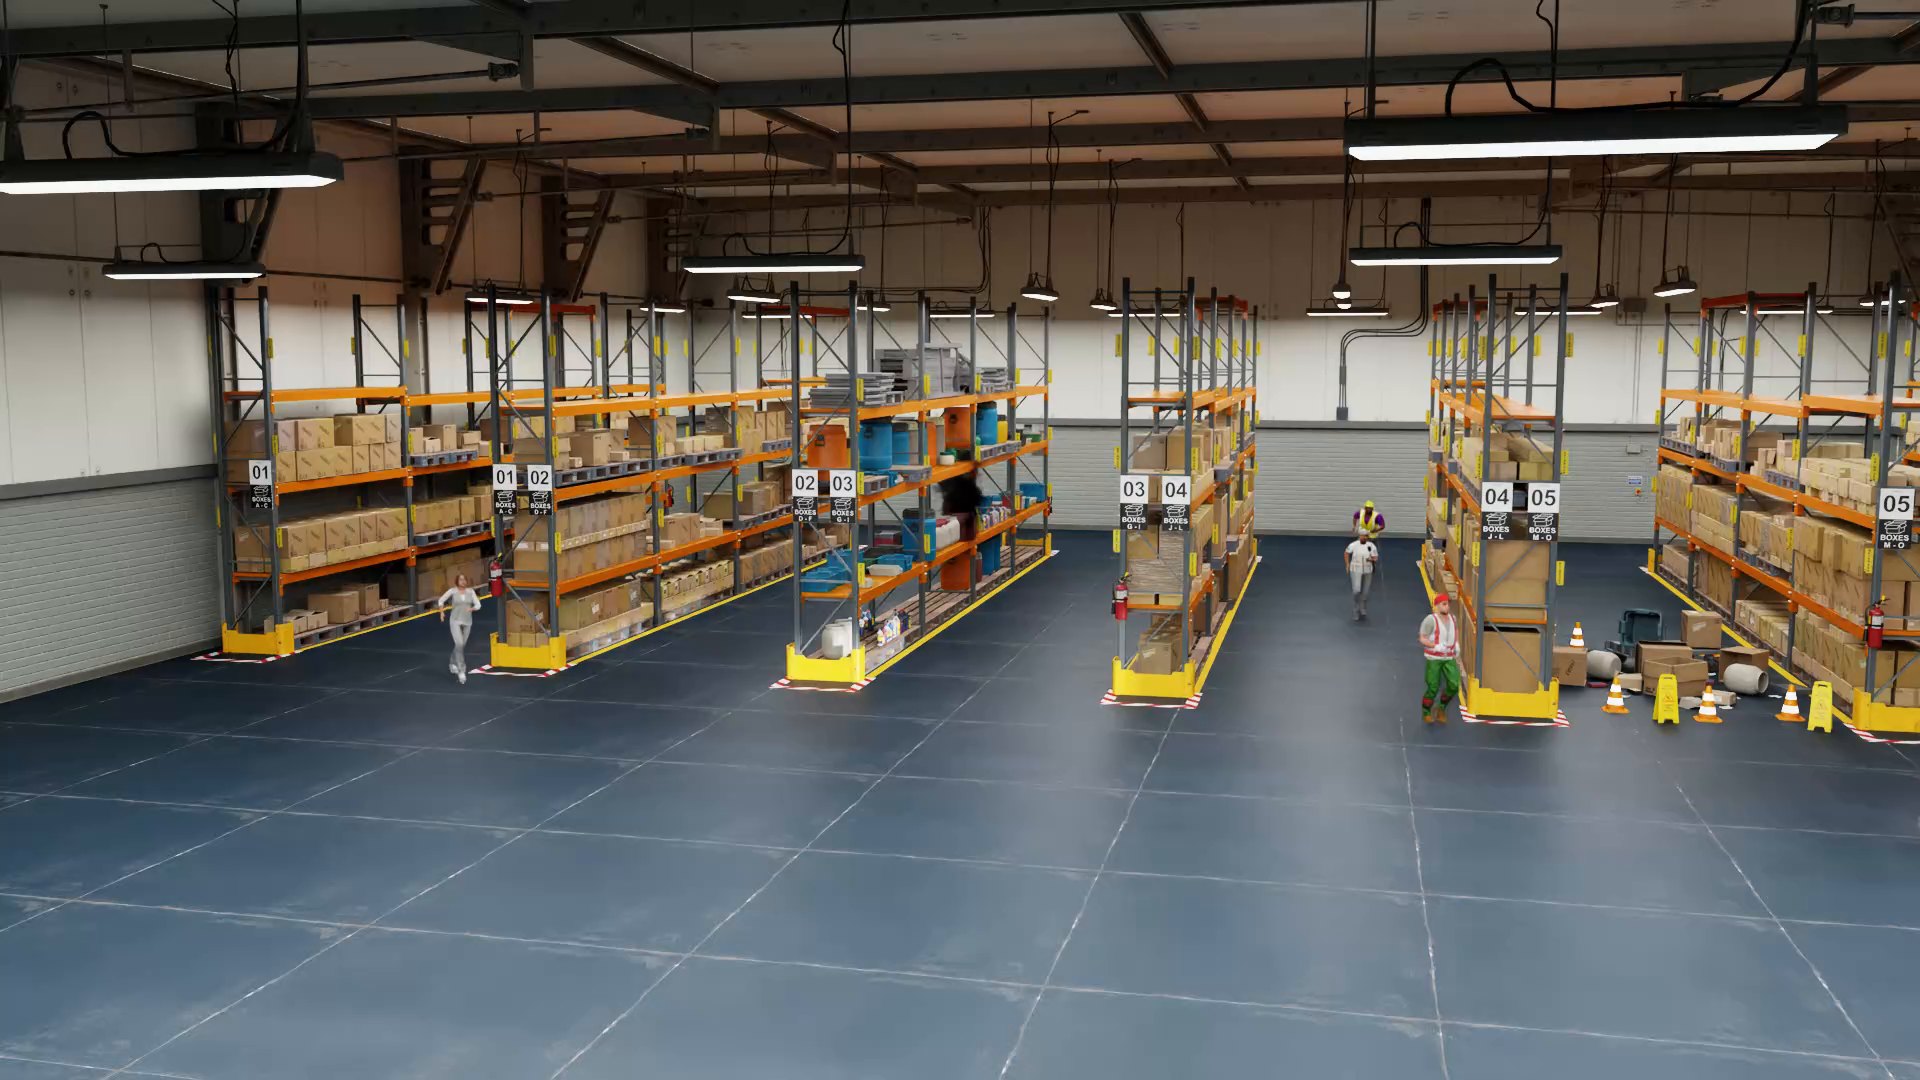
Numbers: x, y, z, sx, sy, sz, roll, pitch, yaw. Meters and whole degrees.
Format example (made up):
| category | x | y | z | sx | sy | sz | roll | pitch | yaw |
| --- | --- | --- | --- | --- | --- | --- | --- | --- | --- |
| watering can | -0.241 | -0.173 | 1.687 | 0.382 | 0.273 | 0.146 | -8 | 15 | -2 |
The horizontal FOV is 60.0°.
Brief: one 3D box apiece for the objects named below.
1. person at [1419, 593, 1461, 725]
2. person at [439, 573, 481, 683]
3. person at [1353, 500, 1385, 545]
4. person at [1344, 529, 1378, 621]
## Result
| category | x | y | z | sx | sy | sz | roll | pitch | yaw |
| --- | --- | --- | --- | --- | --- | --- | --- | --- | --- |
| person | 6.426 | 1.594 | 22.108 | 0.692 | 1.776 | 0.666 | -2 | 7 | -15 |
| person | -7.582 | 1.313 | 25.281 | 0.588 | 1.634 | 0.753 | -5 | 9 | -40 |
| person | 9.148 | -0.058 | 37.177 | 0.734 | 1.705 | 0.912 | 3 | 7 | 23 |
| person | 7.458 | 0.652 | 30.864 | 0.576 | 1.707 | 0.698 | 0 | 7 | 3 |
